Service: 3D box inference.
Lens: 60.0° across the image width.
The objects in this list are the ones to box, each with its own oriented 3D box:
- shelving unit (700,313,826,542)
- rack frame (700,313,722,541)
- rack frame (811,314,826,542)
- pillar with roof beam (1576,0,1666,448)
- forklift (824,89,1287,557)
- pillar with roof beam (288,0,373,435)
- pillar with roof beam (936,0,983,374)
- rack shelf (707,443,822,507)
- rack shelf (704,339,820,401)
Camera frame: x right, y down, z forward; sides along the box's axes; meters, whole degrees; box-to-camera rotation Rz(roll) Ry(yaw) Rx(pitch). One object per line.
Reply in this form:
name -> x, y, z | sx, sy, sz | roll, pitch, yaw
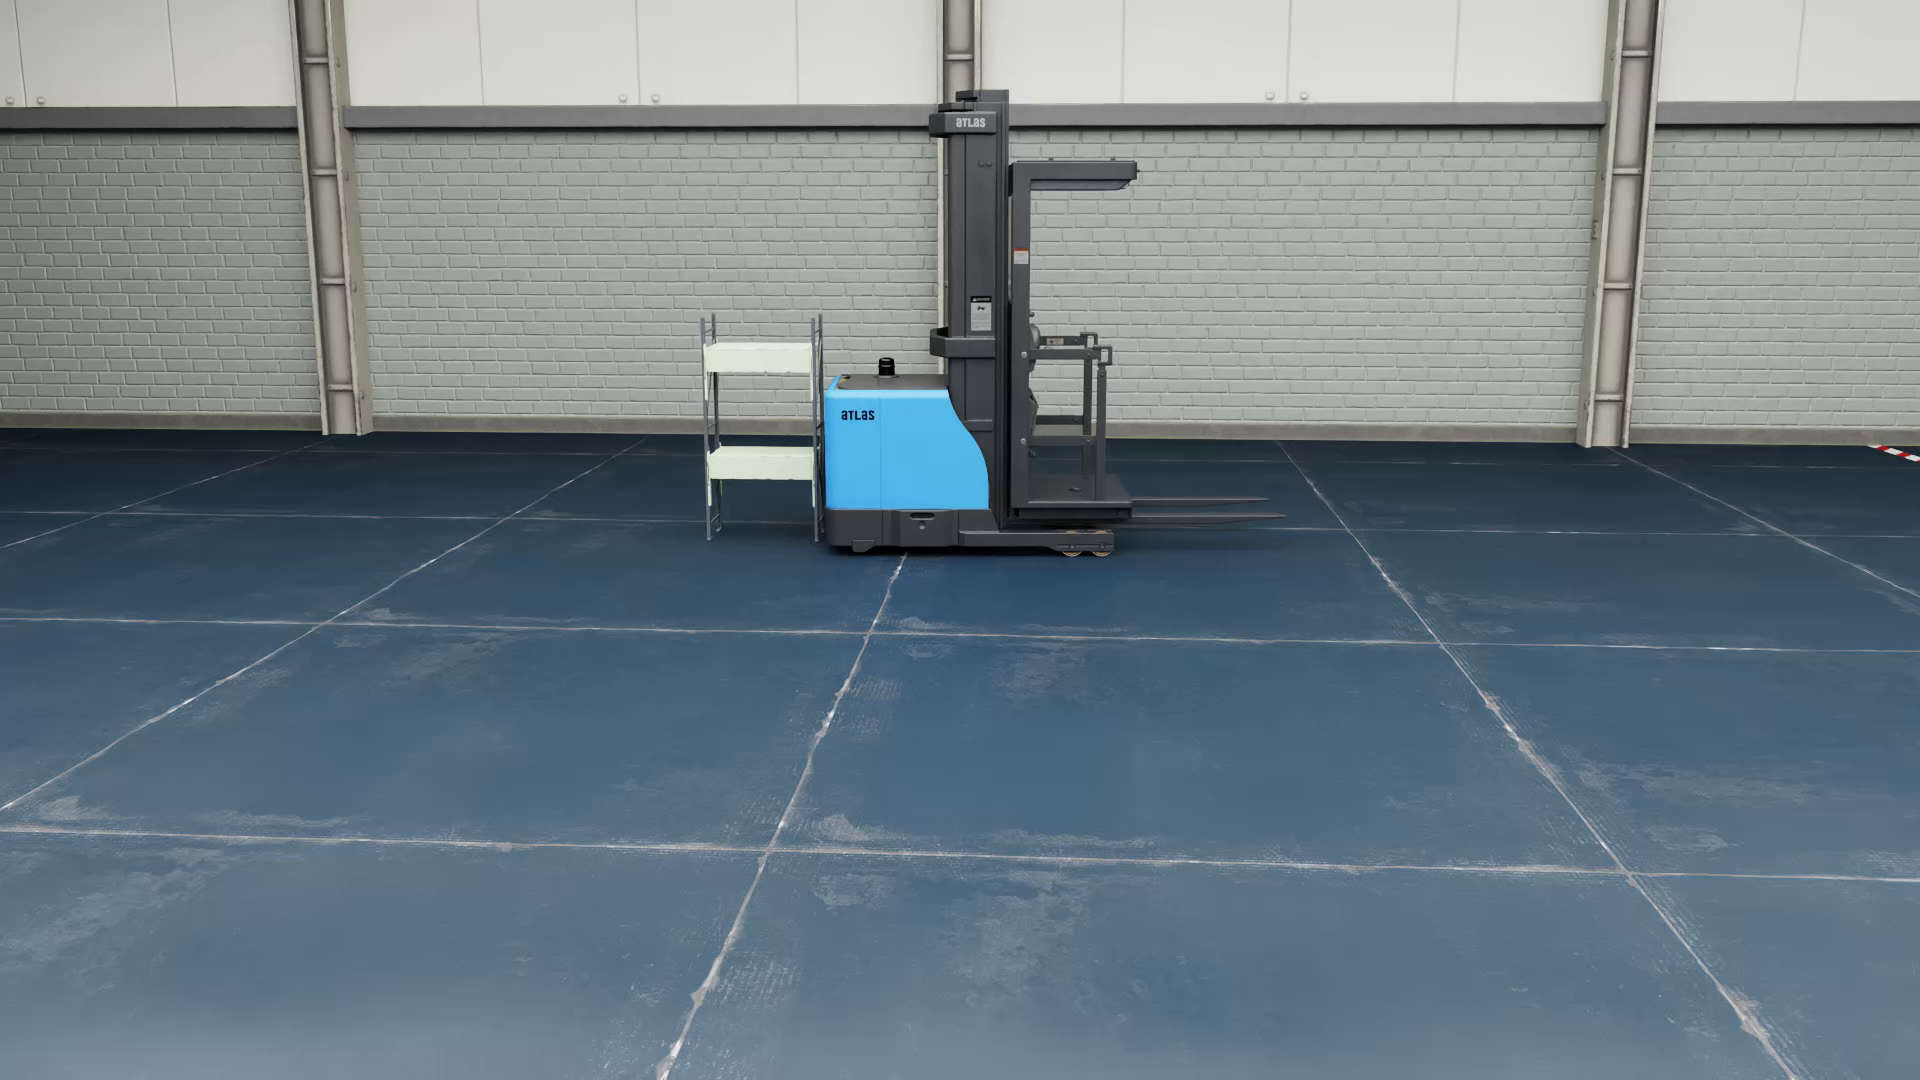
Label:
shelving unit -> -1.322, -0.767, 11.271 | 0.755, 1.500, 0.431 | 1, 12, 3
rack frame -> -1.688, -0.771, 11.290 | 0.023, 1.500, 0.400 | 1, 12, 3
rack frame -> -0.957, -0.763, 11.252 | 0.023, 1.500, 0.400 | 1, 12, 3
pillar with roof beam -> 5.696, -4.412, 10.381 | 0.400, 9.000, 9.100 | 1, 12, 4
forklift -> 0.630, -1.436, 10.975 | 3.031, 2.935, 1.130 | 0, 12, -1
pillar with roof beam -> -6.277, -4.576, 11.166 | 0.400, 9.000, 9.100 | 1, 12, 4
pillar with roof beam -> -0.291, -4.494, 10.773 | 0.400, 9.000, 9.100 | 1, 12, 4
rack shelf -> -1.322, -0.448, 11.338 | 0.720, 0.370, 0.431 | 1, 12, 3
rack shelf -> -1.322, -1.149, 11.191 | 0.720, 0.370, 0.431 | 1, 12, 3
